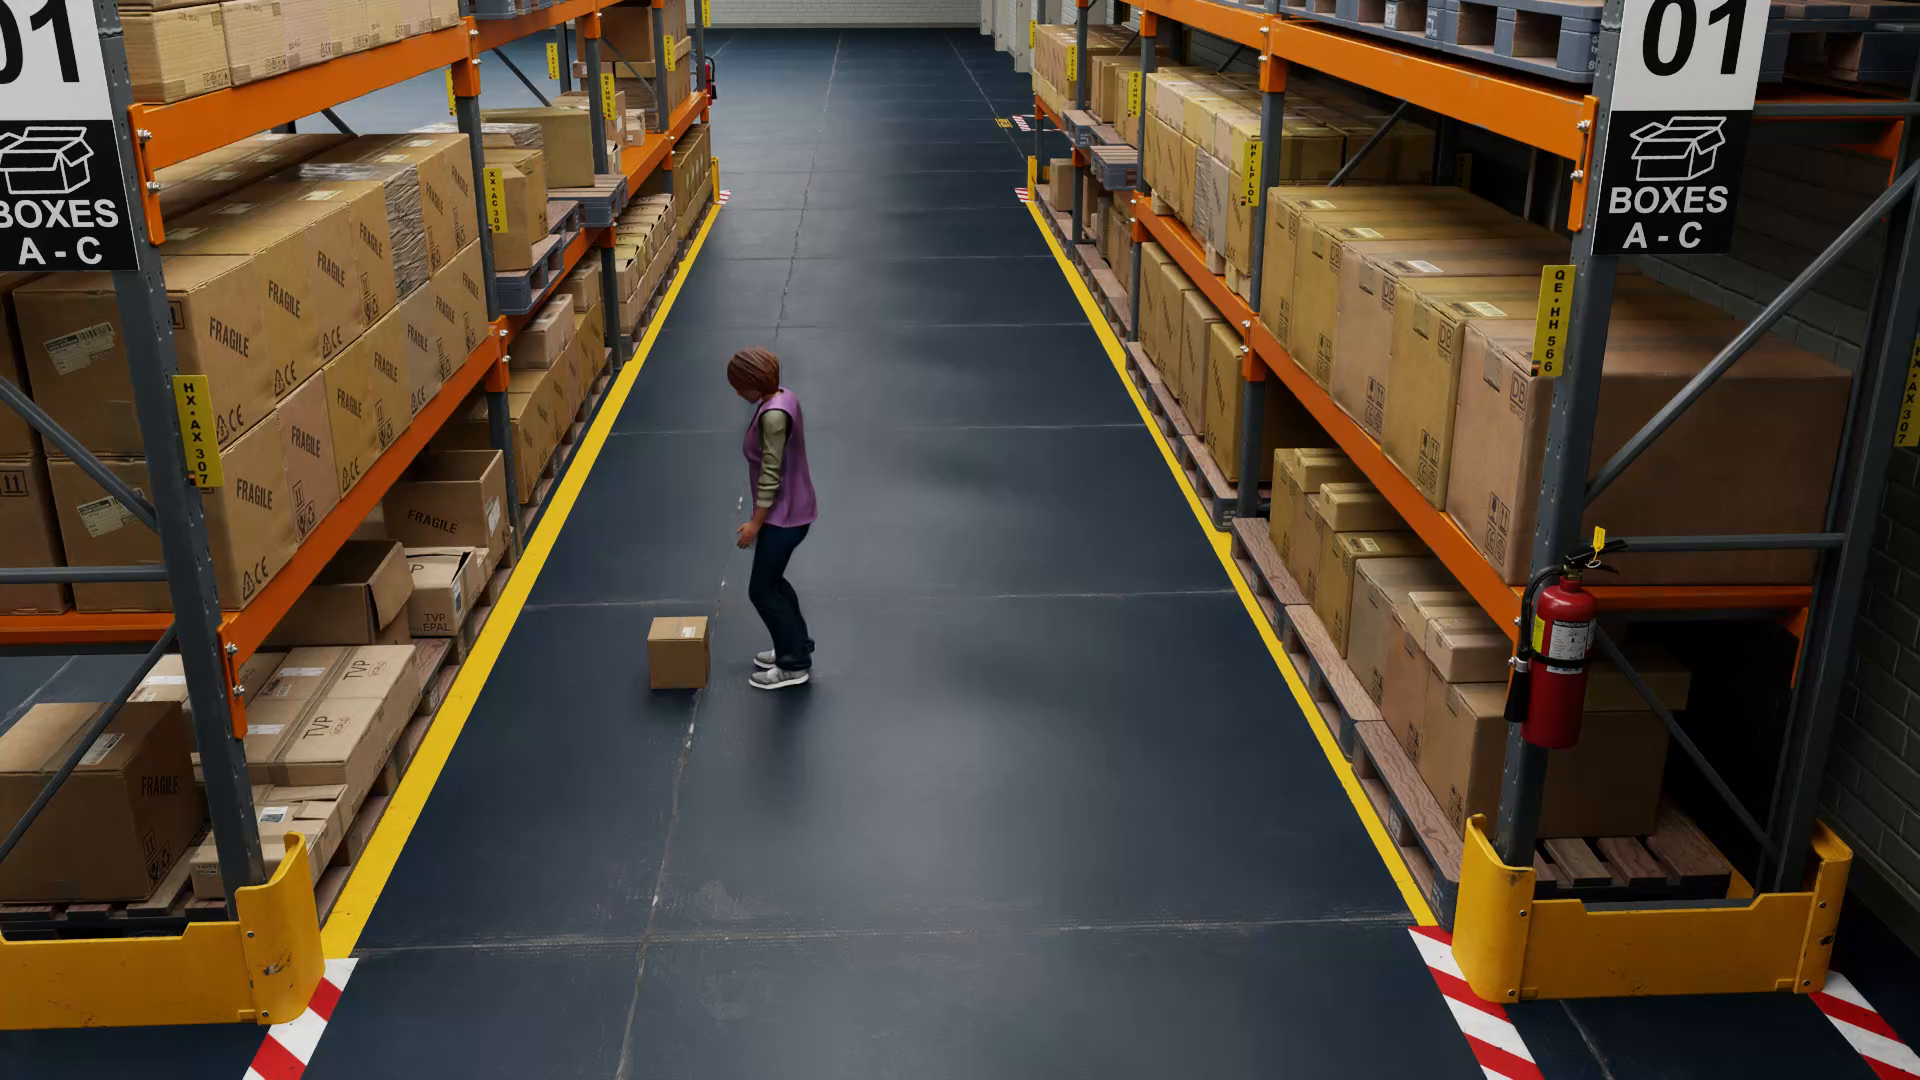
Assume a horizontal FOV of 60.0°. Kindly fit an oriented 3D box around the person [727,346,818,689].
[{"bbox_3d":[-0.818,-0.087,7.405,0.368,1.550,0.423,-1,21,-2],"label":"person"}]
